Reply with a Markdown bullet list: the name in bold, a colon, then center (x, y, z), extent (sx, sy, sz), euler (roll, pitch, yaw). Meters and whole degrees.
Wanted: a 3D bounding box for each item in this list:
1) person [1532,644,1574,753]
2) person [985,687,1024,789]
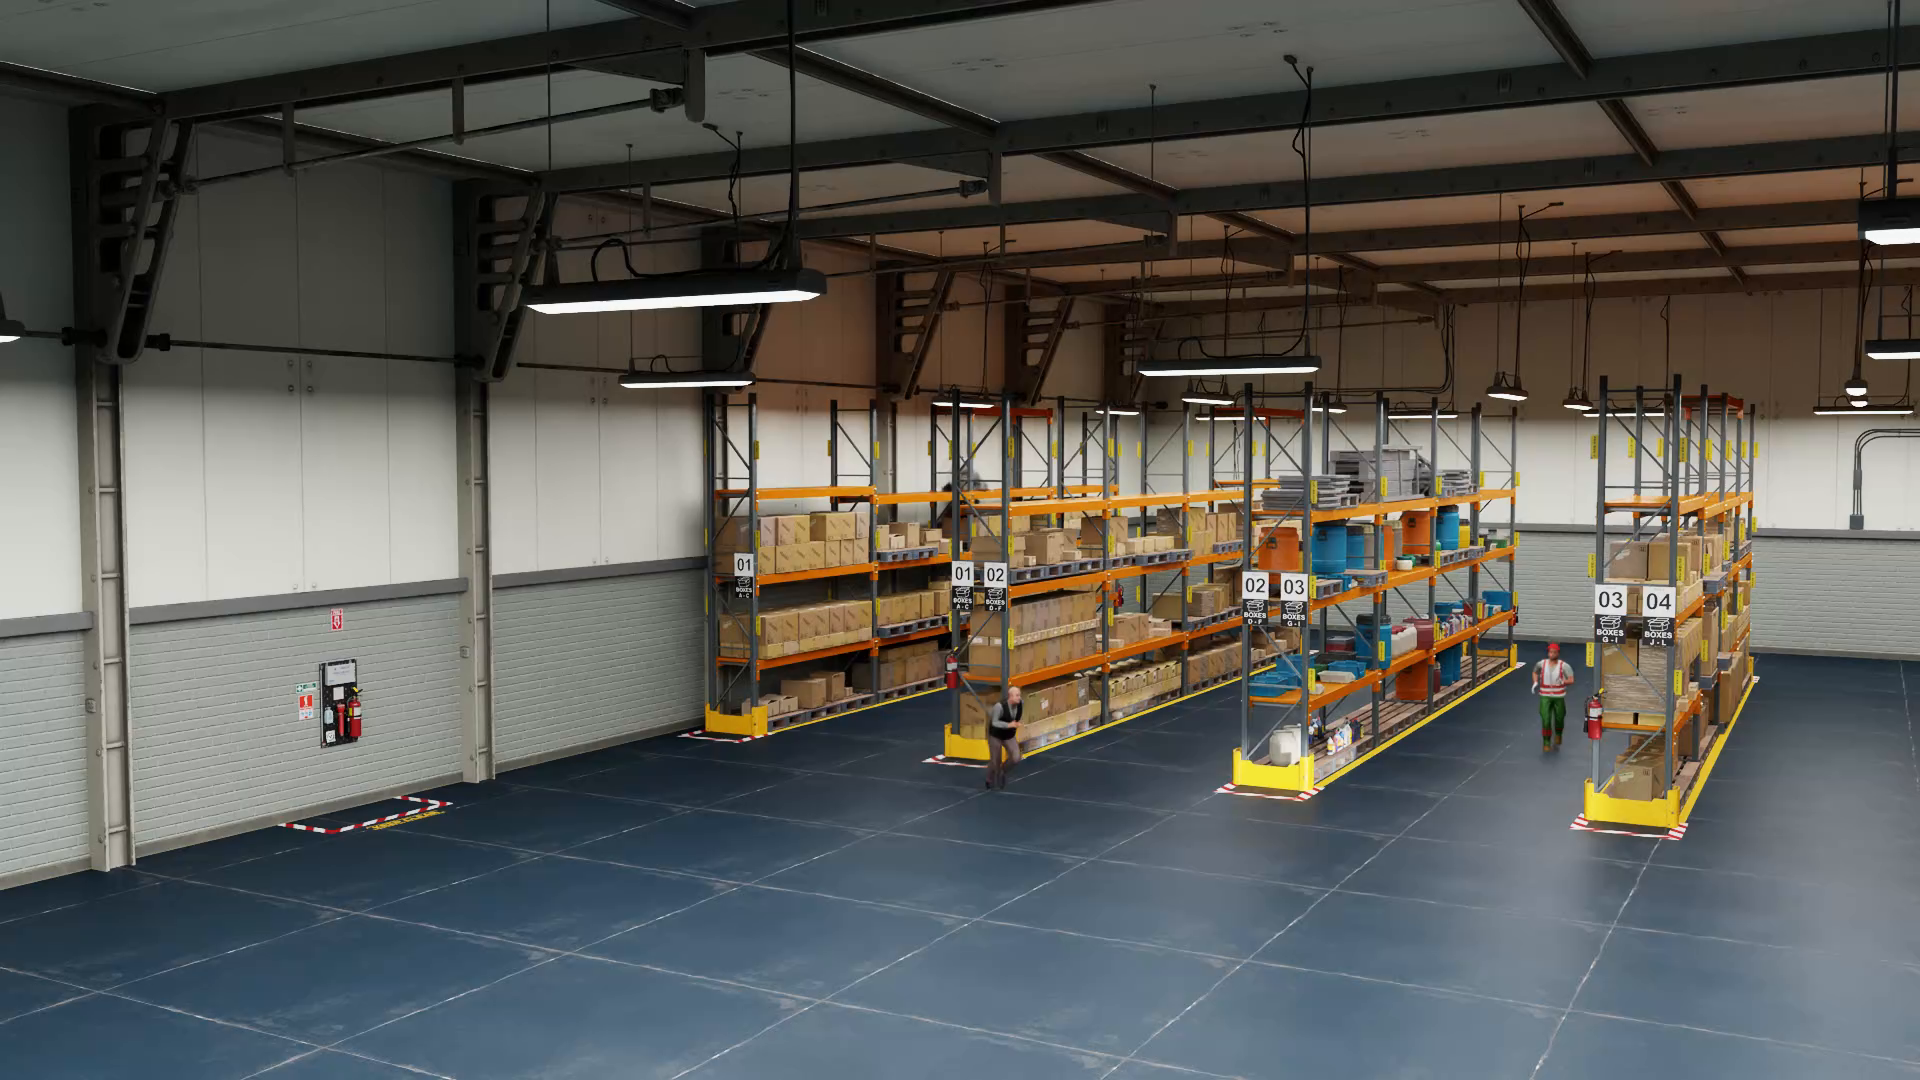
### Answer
- **person**: center (9.824, 2.596, 27.567), extent (0.661, 1.764, 1.002), euler (1, 3, 23)
- **person**: center (0.689, 2.894, 24.318), extent (0.682, 1.566, 0.924), euler (-2, 4, -34)
